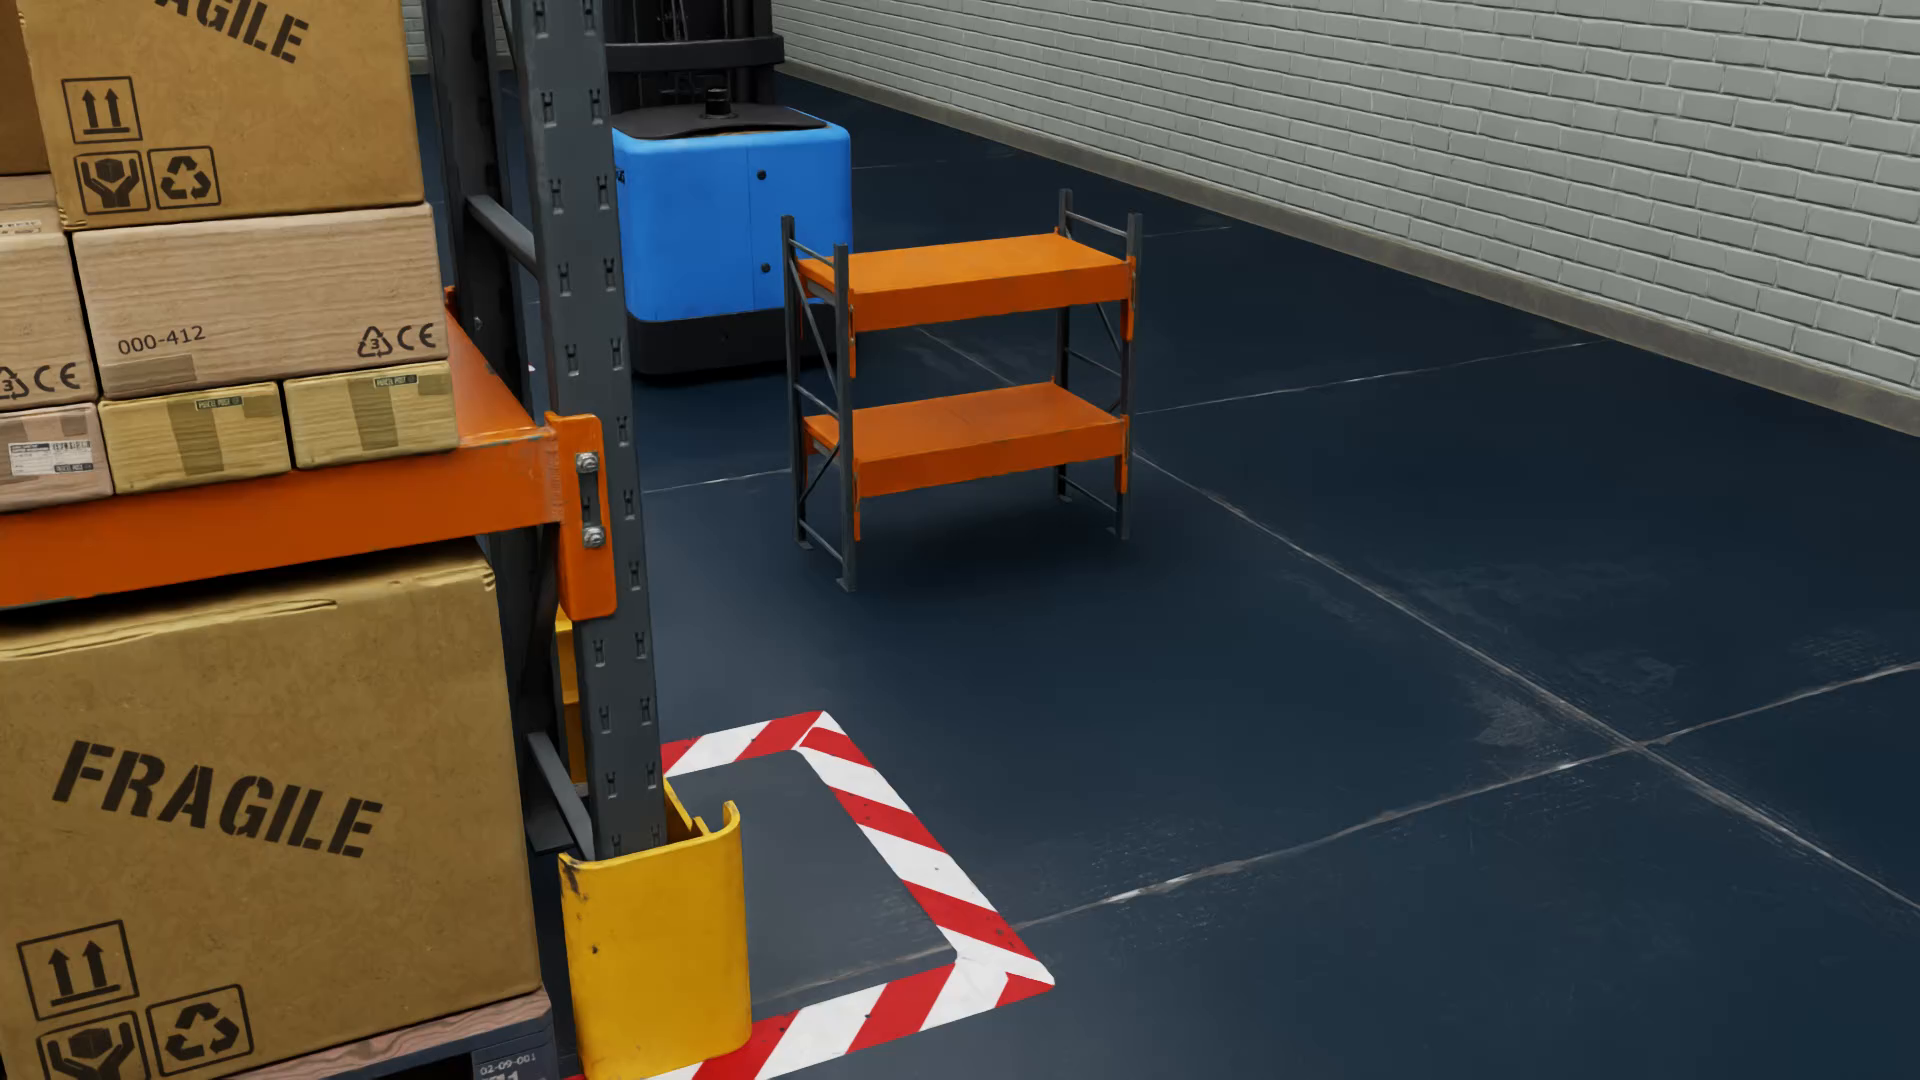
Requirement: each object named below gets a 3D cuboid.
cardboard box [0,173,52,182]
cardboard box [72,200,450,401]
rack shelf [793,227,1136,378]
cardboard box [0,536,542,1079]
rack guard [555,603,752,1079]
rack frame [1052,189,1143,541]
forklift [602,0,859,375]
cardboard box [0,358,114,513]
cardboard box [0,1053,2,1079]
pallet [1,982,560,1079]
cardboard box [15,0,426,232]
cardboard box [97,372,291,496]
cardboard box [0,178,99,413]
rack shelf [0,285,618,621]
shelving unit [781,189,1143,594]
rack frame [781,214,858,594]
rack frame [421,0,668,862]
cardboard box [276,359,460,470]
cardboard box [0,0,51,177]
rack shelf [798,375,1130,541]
[{"bbox_3d":[-1.841,-0.543,2.947,0.500,0.250,0.500,-11,25,-24],"label":"cardboard box"},{"bbox_3d":[-1.148,-0.446,2.713,0.500,0.250,0.500,-11,25,-24],"label":"cardboard box"},{"bbox_3d":[0.006,-0.791,5.426,1.000,0.278,0.538,-10,25,-24],"label":"rack shelf"},{"bbox_3d":[-1.368,0.372,3.159,0.875,0.875,0.875,-10,25,-24],"label":"cardboard box"},{"bbox_3d":[-0.805,0.601,3.644,0.348,0.500,1.175,-10,25,-24],"label":"rack guard"},{"bbox_3d":[0.464,-0.605,5.741,0.032,1.125,0.500,-10,25,-24],"label":"rack frame"},{"bbox_3d":[-1.558,-2.608,8.219,1.130,2.935,3.031,-10,25,-23],"label":"forklift"},{"bbox_3d":[-1.466,-0.176,2.582,0.250,0.149,0.380,-10,25,-23],"label":"cardboard box"},{"bbox_3d":[-2.188,0.523,2.795,0.875,0.875,0.875,-10,25,-24],"label":"cardboard box"},{"bbox_3d":[-1.513,0.898,3.304,1.213,0.211,1.003,-10,25,-24],"label":"pallet"},{"bbox_3d":[-1.151,-0.793,2.571,0.500,0.500,0.500,-10,25,-23],"label":"cardboard box"},{"bbox_3d":[-1.238,-0.218,2.682,0.250,0.149,0.380,-10,25,-23],"label":"cardboard box"},{"bbox_3d":[-1.605,-0.362,2.510,0.500,0.250,0.500,-11,25,-25],"label":"cardboard box"},{"bbox_3d":[-2.628,0.114,2.493,4.000,0.370,1.077,-10,25,-24],"label":"rack shelf"},{"bbox_3d":[0.006,-0.521,5.538,1.048,1.125,0.538,-10,25,-24],"label":"shelving unit"},{"bbox_3d":[-0.452,-0.437,5.334,0.032,1.125,0.500,-10,25,-24],"label":"rack frame"},{"bbox_3d":[-0.826,-0.550,3.156,0.127,3.000,1.000,-10,25,-24],"label":"rack frame"},{"bbox_3d":[-1.004,-0.261,2.788,0.250,0.149,0.380,-10,24,-23],"label":"cardboard box"},{"bbox_3d":[-1.826,-0.895,2.817,0.500,0.500,0.500,-11,25,-25],"label":"cardboard box"},{"bbox_3d":[0.006,-0.295,5.631,1.000,0.278,0.538,-10,25,-24],"label":"rack shelf"}]
